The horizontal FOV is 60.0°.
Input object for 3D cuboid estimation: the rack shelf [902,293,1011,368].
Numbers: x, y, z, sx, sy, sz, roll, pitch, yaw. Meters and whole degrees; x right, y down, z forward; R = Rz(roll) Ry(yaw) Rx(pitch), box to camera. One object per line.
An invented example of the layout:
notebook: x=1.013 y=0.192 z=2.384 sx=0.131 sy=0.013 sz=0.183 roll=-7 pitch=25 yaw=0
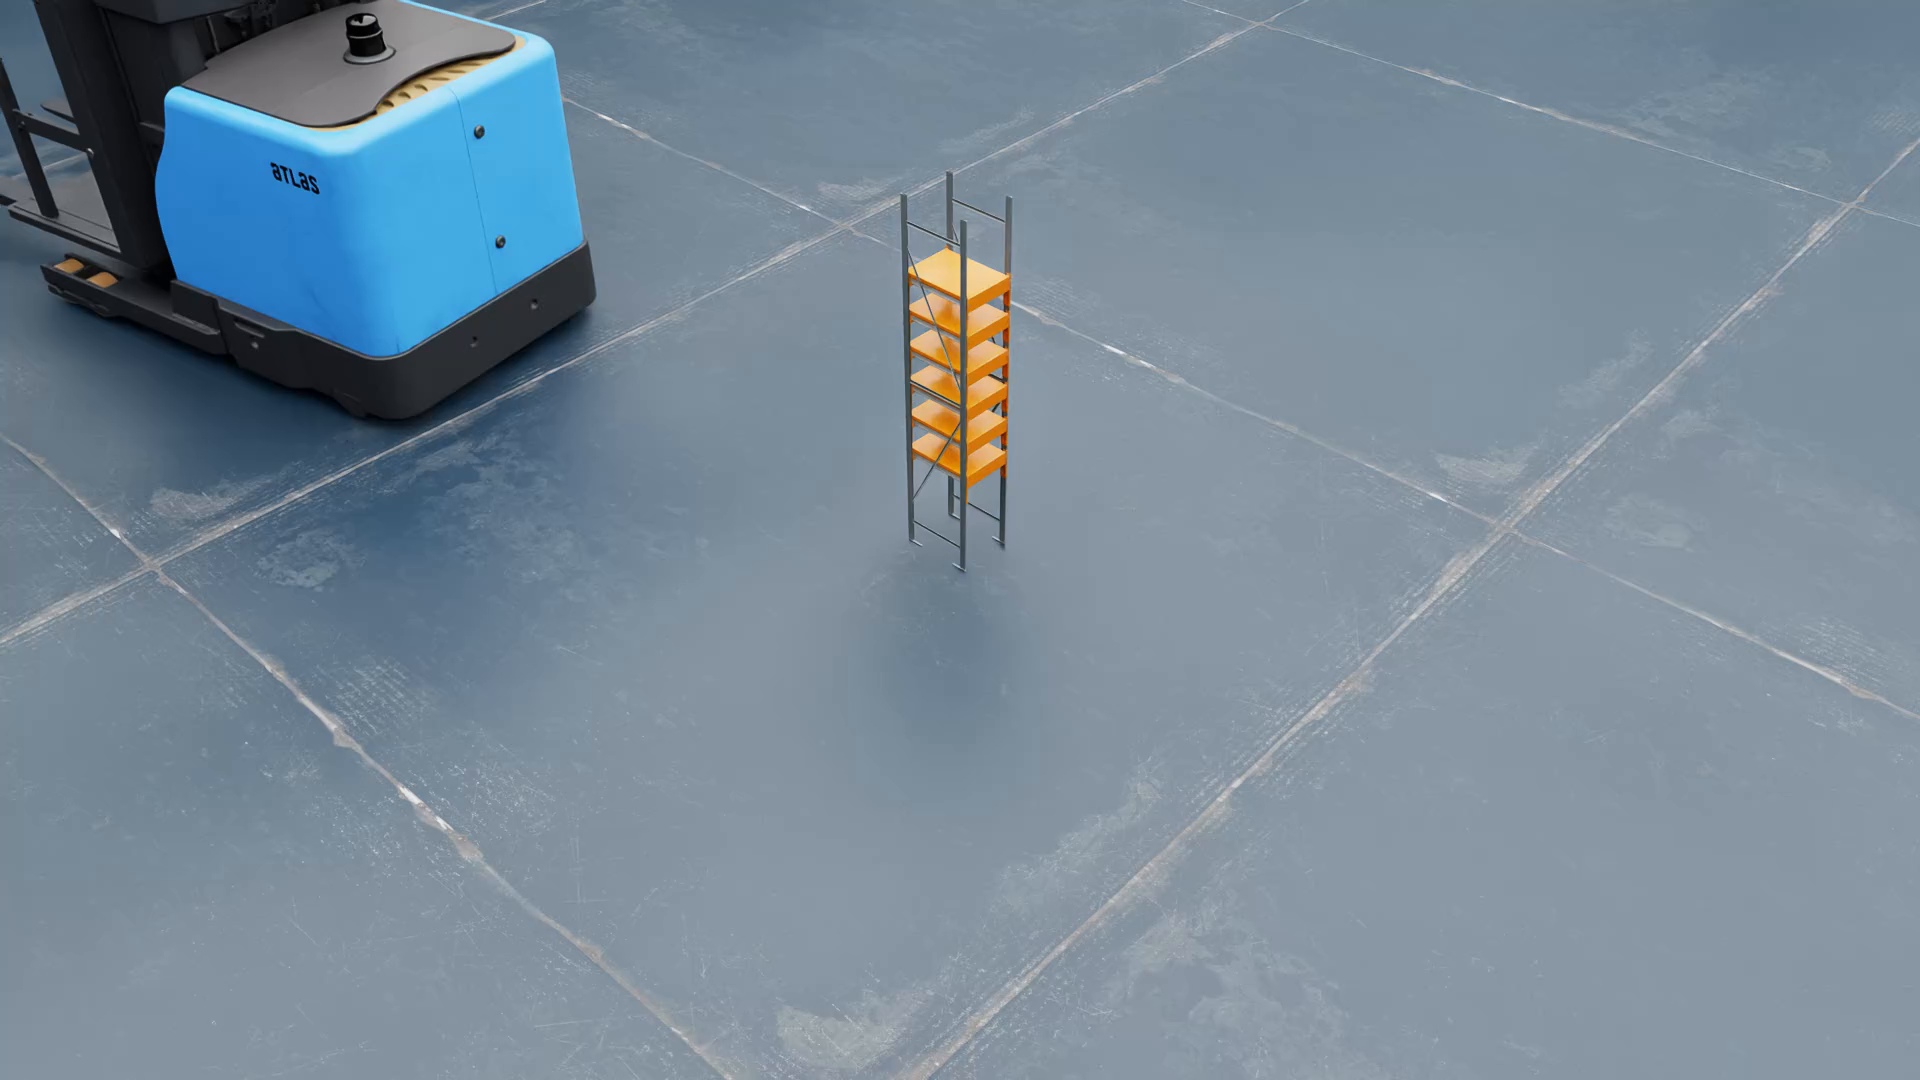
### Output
rack shelf: x=-0.010 y=-0.616 z=4.746 sx=0.258 sy=0.103 sz=0.180 roll=30 pitch=47 yaw=32

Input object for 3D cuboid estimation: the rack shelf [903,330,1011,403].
rack shelf: x=-0.010 y=-0.522 z=4.821 sx=0.258 sy=0.103 sz=0.180 roll=30 pitch=47 yaw=32

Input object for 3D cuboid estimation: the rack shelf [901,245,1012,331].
rack shelf: x=-0.010 y=-0.710 z=4.672 sx=0.258 sy=0.103 sz=0.180 roll=30 pitch=47 yaw=32

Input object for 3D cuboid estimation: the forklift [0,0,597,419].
forklift: x=-2.899 y=-2.249 z=5.723 sx=3.031 sy=2.935 sz=1.130 roll=21 pitch=43 yaw=24

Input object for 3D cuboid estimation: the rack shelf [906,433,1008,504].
rack shelf: x=-0.010 y=-0.240 z=5.045 sx=0.258 sy=0.103 sz=0.180 roll=30 pitch=47 yaw=32

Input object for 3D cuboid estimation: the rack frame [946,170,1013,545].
rack frame: x=0.052 y=-0.505 z=4.921 sx=0.240 sy=1.200 sz=0.006 roll=30 pitch=47 yaw=32

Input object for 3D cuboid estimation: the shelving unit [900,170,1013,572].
shelving unit: x=-0.010 y=-0.463 z=4.868 sx=0.258 sy=1.200 sz=0.189 roll=30 pitch=47 yaw=32

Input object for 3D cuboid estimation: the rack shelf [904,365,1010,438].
rack shelf: x=-0.010 y=-0.428 z=4.896 sx=0.258 sy=0.103 sz=0.180 roll=30 pitch=47 yaw=32

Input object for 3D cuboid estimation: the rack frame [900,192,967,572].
rack frame: x=-0.071 y=-0.421 z=4.815 sx=0.240 sy=1.200 sz=0.006 roll=30 pitch=47 yaw=32

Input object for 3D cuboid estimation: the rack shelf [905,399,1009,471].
rack shelf: x=-0.010 y=-0.334 z=4.971 sx=0.258 sy=0.103 sz=0.180 roll=30 pitch=47 yaw=32
